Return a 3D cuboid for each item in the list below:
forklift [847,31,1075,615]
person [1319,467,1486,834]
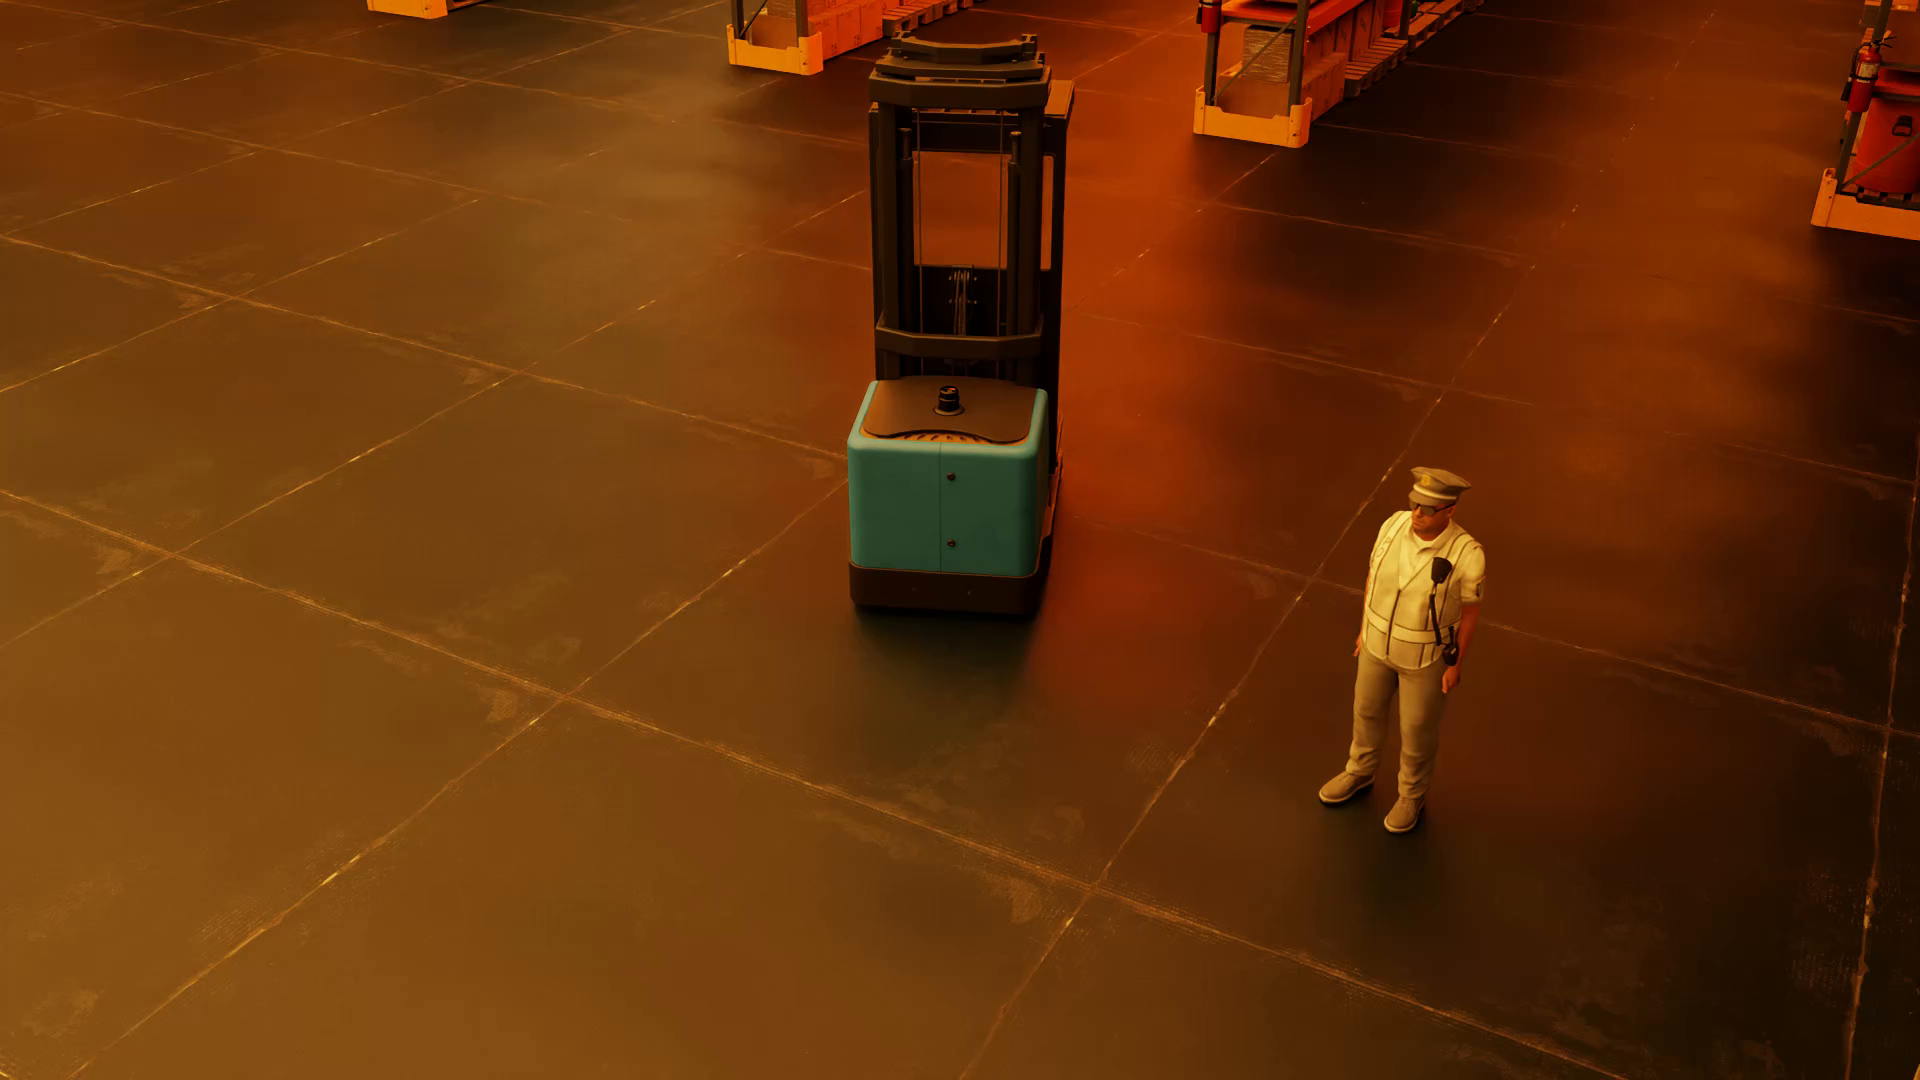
[{"bbox_3d":[0.072,-1.572,9.794,1.130,2.935,3.031,3,30,6],"label":"forklift"},{"bbox_3d":[1.999,0.474,7.412,0.521,1.775,0.399,24,38,35],"label":"person"}]
